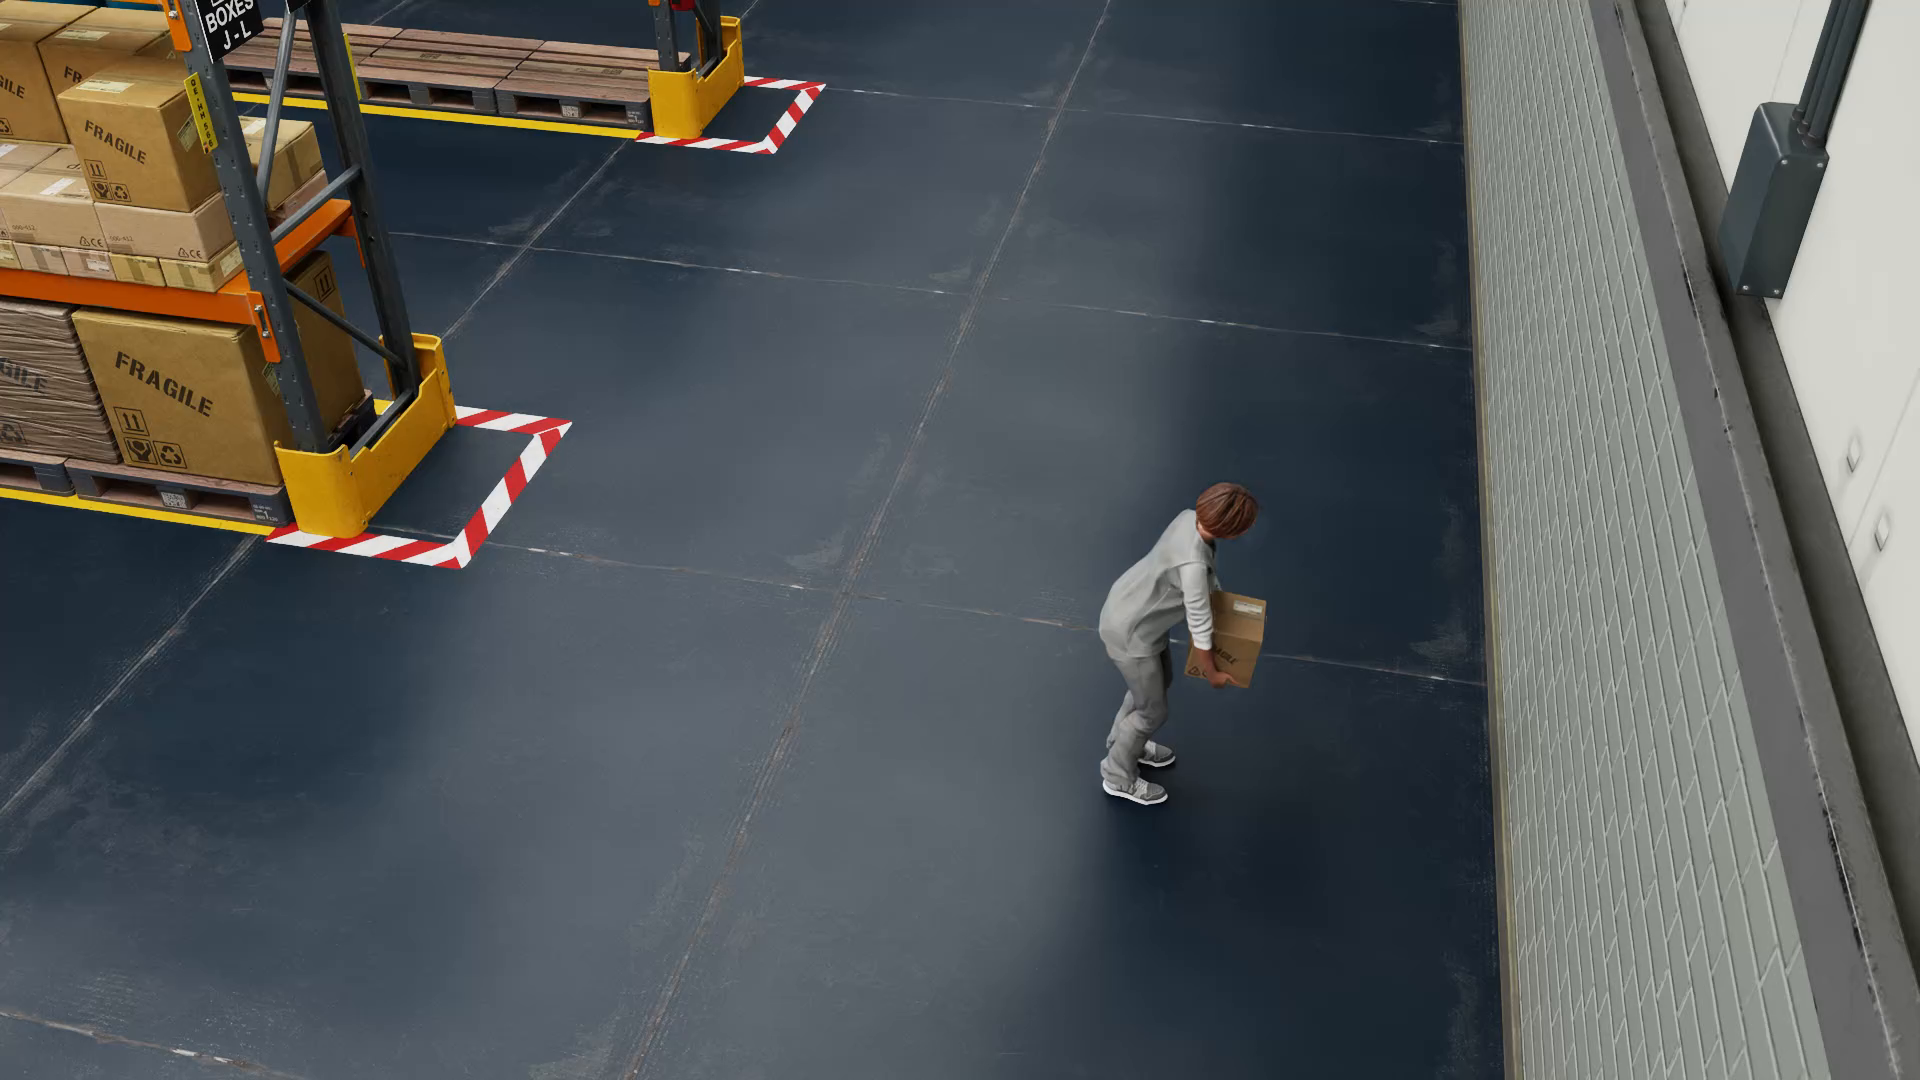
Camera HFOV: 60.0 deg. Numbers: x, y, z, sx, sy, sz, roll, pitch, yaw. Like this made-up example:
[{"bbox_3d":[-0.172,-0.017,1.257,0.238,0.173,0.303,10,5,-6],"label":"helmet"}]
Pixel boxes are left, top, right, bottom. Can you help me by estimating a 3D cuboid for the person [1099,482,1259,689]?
[{"bbox_3d":[0.822,0.131,6.314,0.560,0.832,0.370,7,38,9],"label":"person"}]
